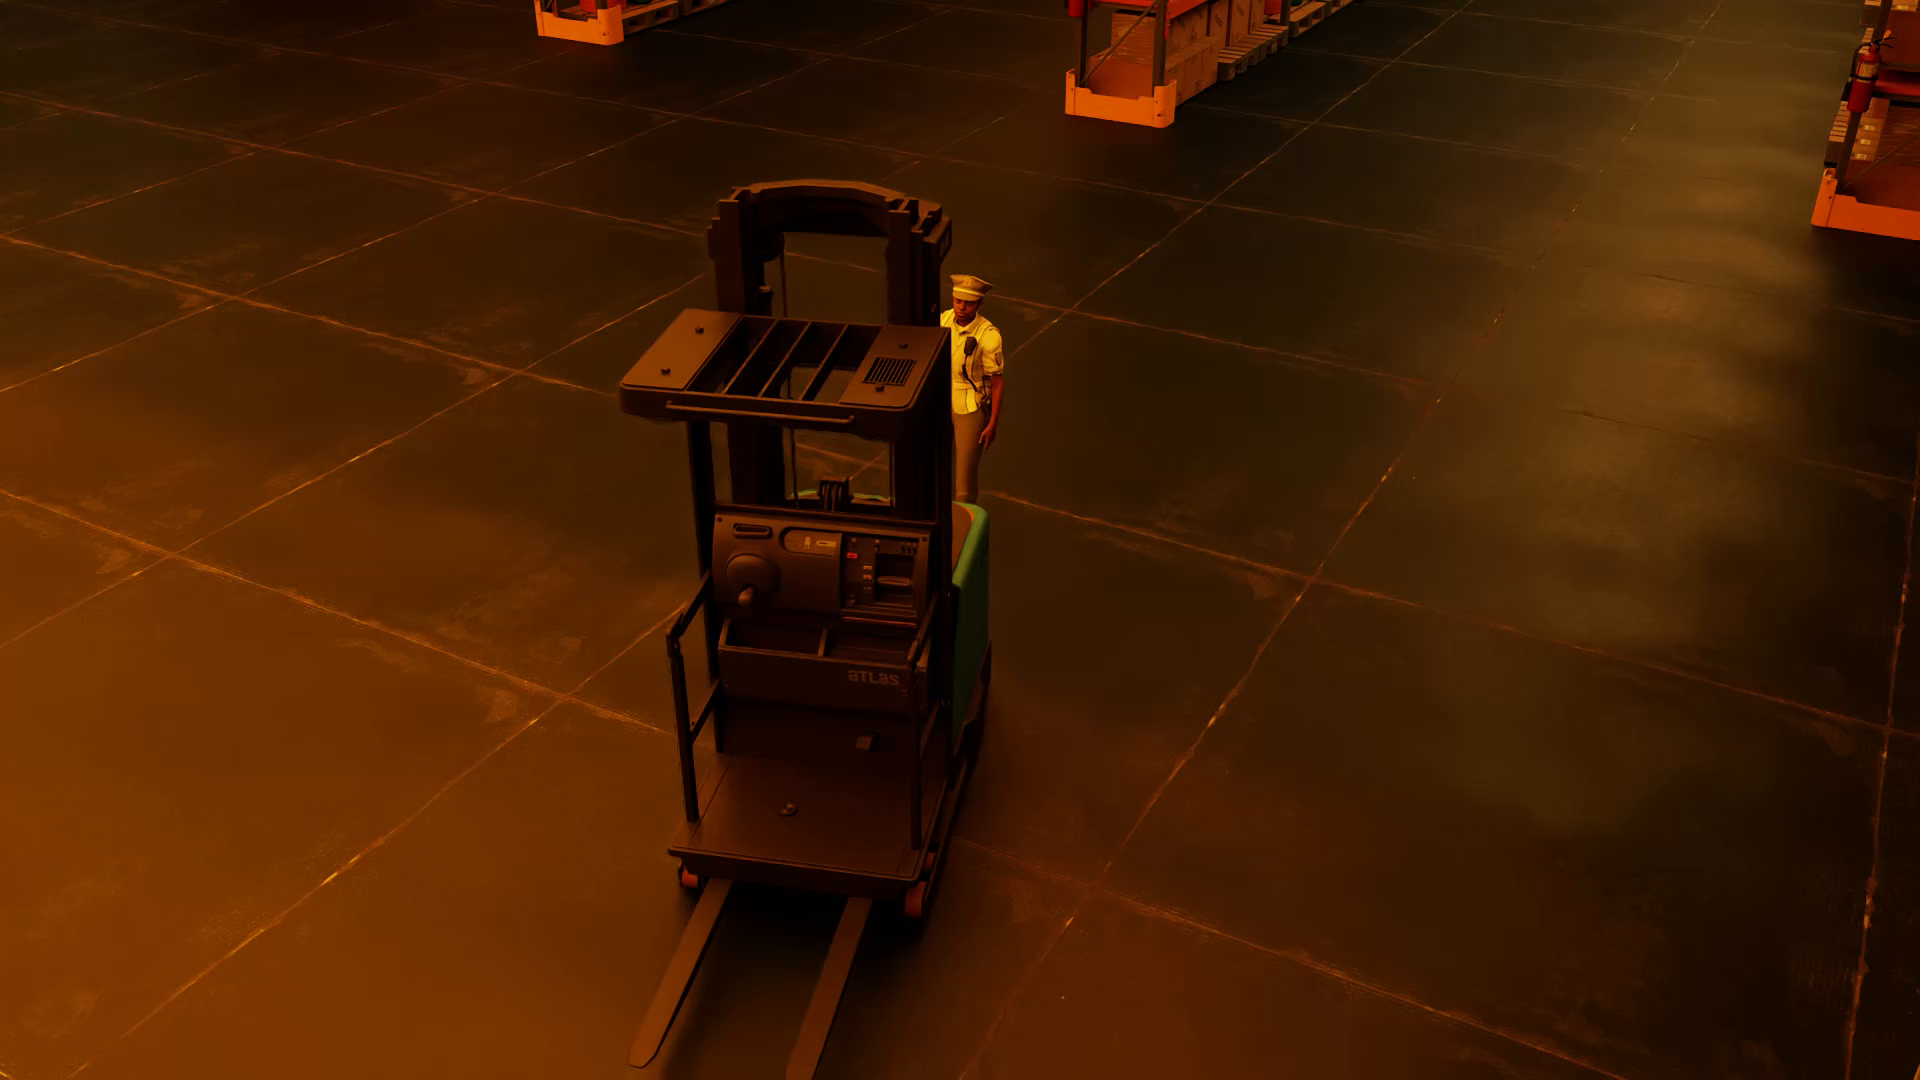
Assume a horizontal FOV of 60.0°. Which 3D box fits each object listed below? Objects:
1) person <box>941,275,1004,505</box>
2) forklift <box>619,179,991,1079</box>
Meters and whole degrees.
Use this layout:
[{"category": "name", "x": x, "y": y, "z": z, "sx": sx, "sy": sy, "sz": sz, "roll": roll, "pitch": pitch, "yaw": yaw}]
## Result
[{"category": "person", "x": -0.054, "y": -0.711, "z": 9.528, "sx": 0.569, "sy": 1.692, "sz": 0.530, "roll": 15, "pitch": 33, "yaw": 25}, {"category": "forklift", "x": -0.622, "y": 0.162, "z": 6.790, "sx": 1.130, "sy": 2.935, "sz": 3.031, "roll": 5, "pitch": 30, "yaw": 9}]
